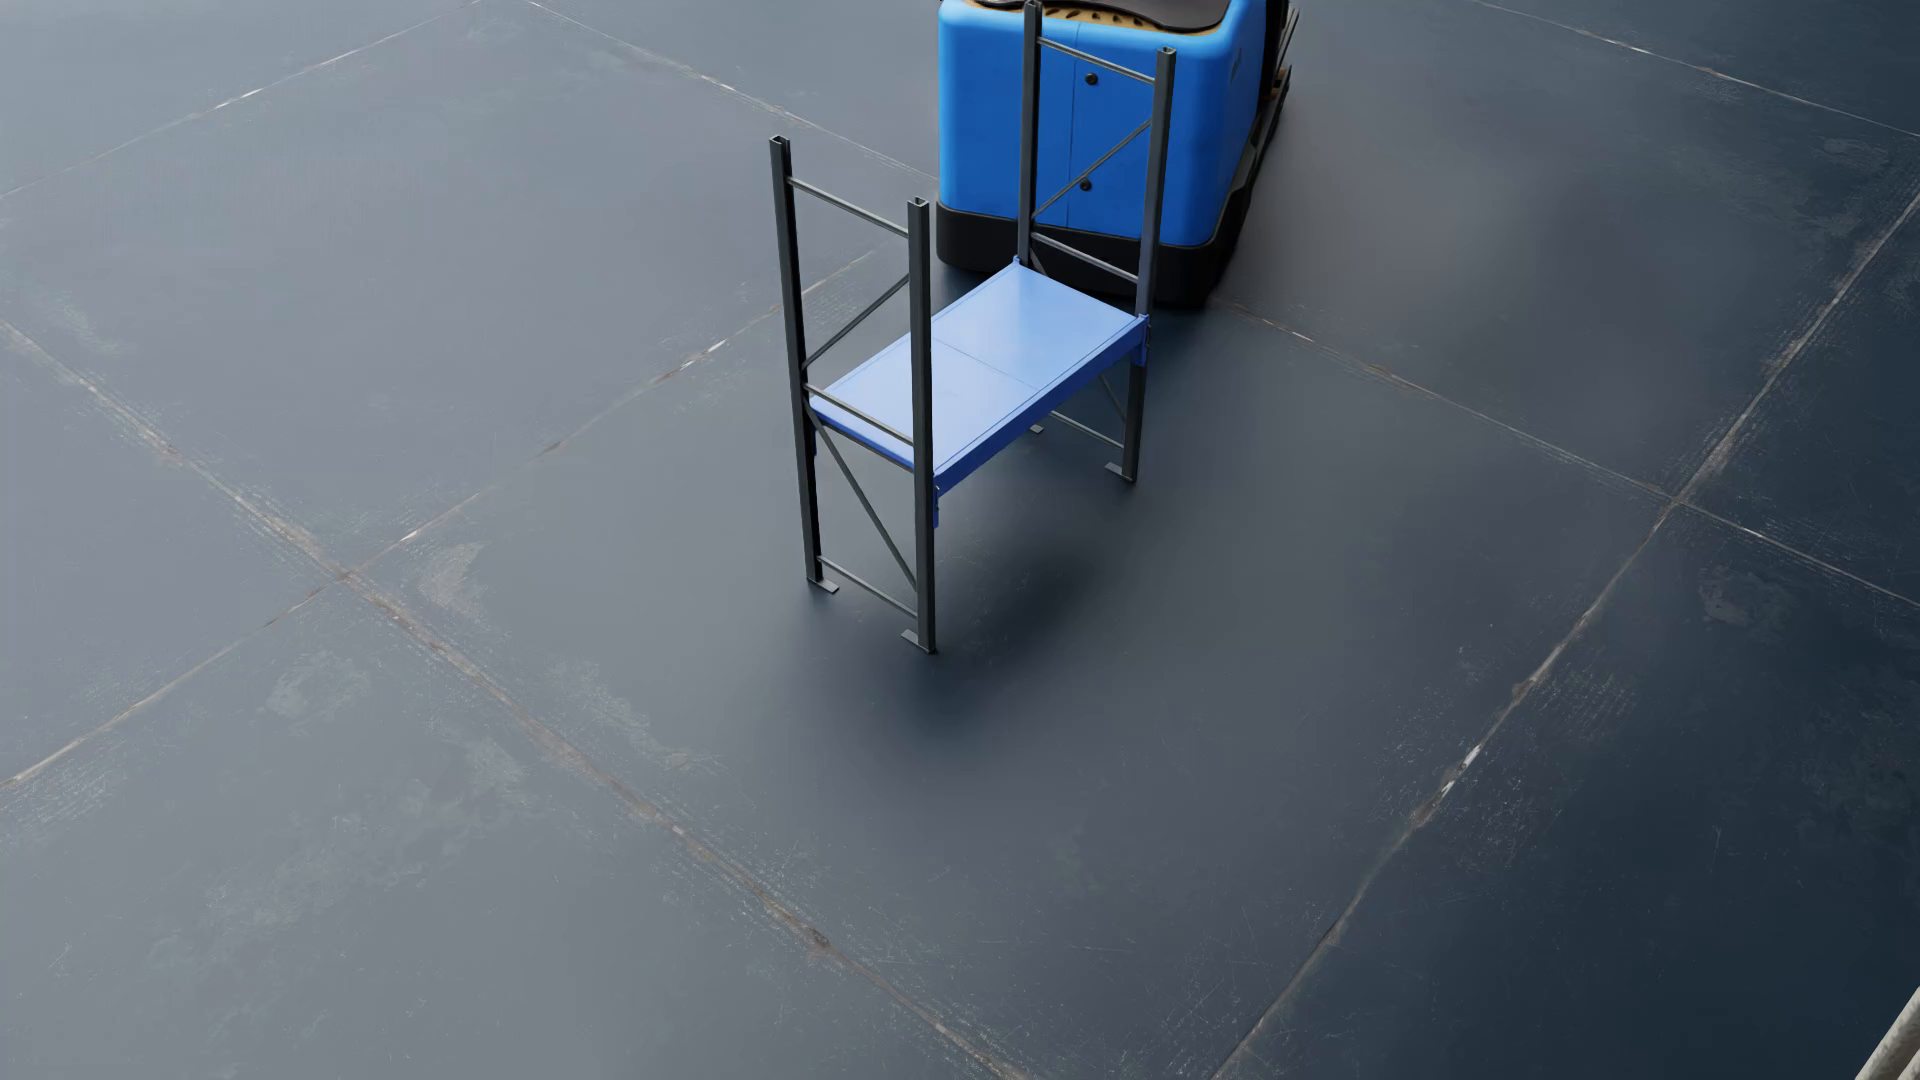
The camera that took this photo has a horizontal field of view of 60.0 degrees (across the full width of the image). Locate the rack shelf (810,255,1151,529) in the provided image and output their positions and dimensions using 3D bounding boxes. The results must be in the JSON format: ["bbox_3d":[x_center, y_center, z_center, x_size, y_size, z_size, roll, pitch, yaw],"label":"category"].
[{"bbox_3d":[0.055,-0.466,4.915,0.538,0.185,1.000,29,50,28],"label":"rack shelf"}]

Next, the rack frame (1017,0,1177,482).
[{"bbox_3d":[0.382,-0.861,5.082,0.500,1.500,0.032,29,50,28],"label":"rack frame"}]

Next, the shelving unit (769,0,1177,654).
[{"bbox_3d":[0.055,-0.599,4.794,0.538,1.500,1.048,29,50,28],"label":"shelving unit"}]

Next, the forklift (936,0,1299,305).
[{"bbox_3d":[0.830,-2.952,6.318,1.130,2.935,3.031,12,44,13],"label":"forklift"}]

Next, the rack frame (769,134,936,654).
[{"bbox_3d":[-0.272,-0.337,4.506,0.500,1.500,0.032,29,50,28],"label":"rack frame"}]
